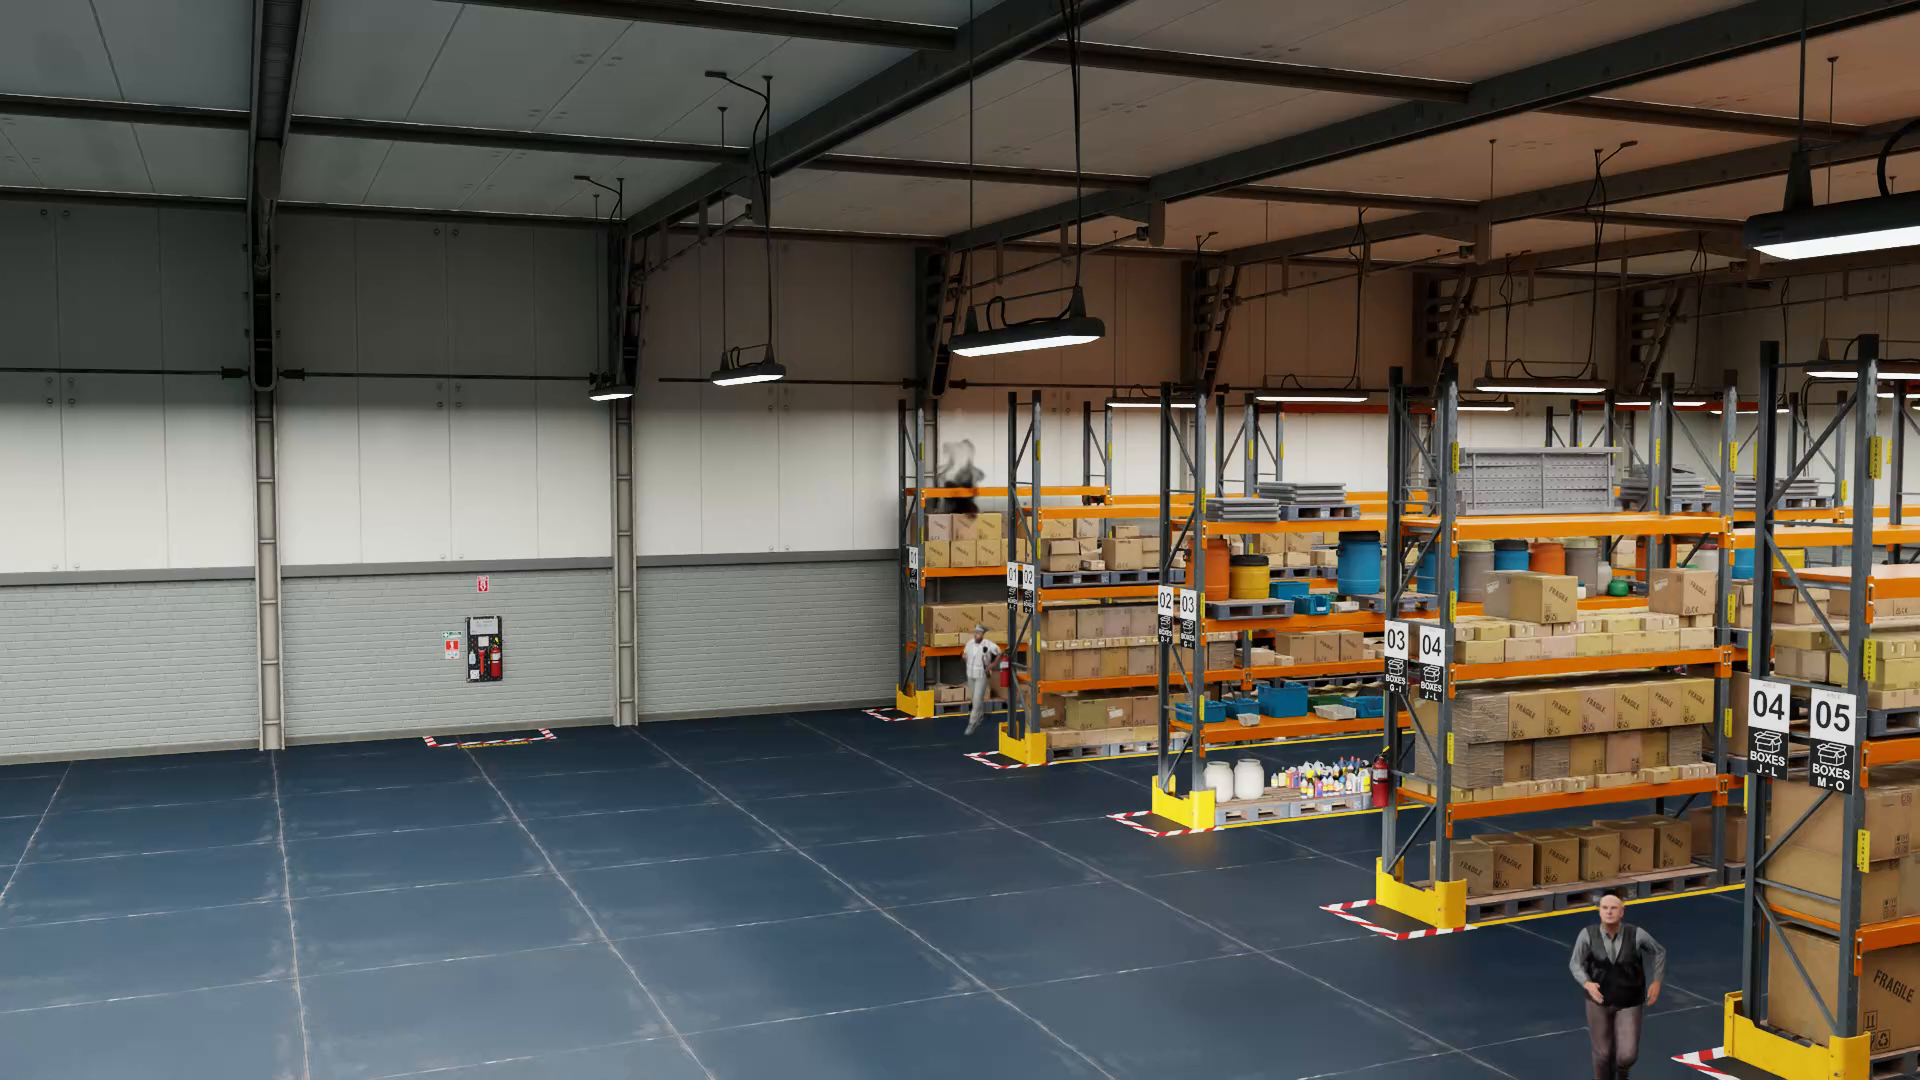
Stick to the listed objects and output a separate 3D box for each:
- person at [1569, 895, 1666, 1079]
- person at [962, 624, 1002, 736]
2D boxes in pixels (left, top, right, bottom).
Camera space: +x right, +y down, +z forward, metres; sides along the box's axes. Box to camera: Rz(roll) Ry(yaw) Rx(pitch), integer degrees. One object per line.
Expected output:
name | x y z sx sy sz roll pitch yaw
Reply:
person | 5.050 3.577 12.806 0.691 1.680 0.674 1 4 24
person | 0.327 2.351 28.294 0.659 1.886 0.743 2 4 35
